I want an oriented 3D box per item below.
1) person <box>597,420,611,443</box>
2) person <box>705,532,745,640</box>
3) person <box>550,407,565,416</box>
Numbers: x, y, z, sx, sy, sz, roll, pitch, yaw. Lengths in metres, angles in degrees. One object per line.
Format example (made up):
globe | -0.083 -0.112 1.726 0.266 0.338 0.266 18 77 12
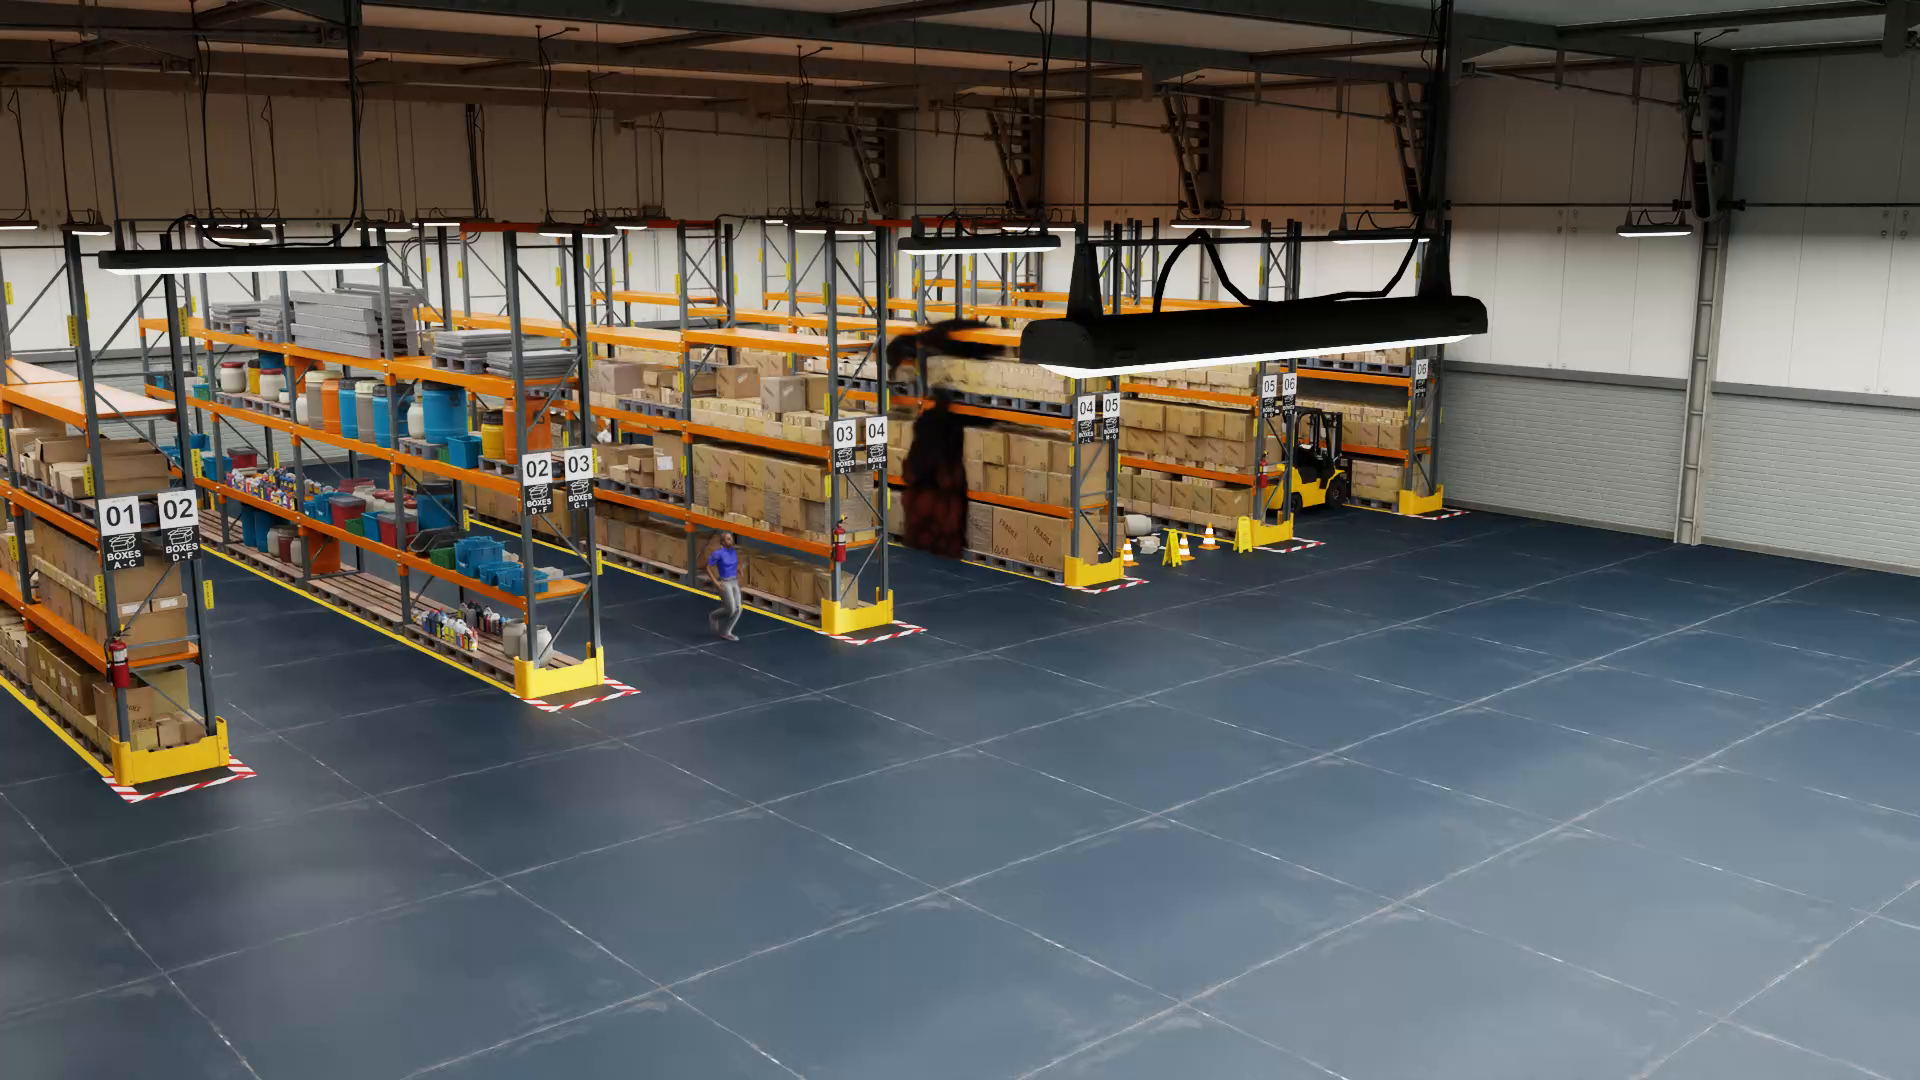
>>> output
person | -7.803 -1.858 37.004 0.613 1.663 0.753 -8 14 -36
person | -3.424 0.678 24.472 0.527 1.613 0.624 8 14 36
person | -9.728 -2.489 39.935 0.802 1.683 0.661 3 12 14
